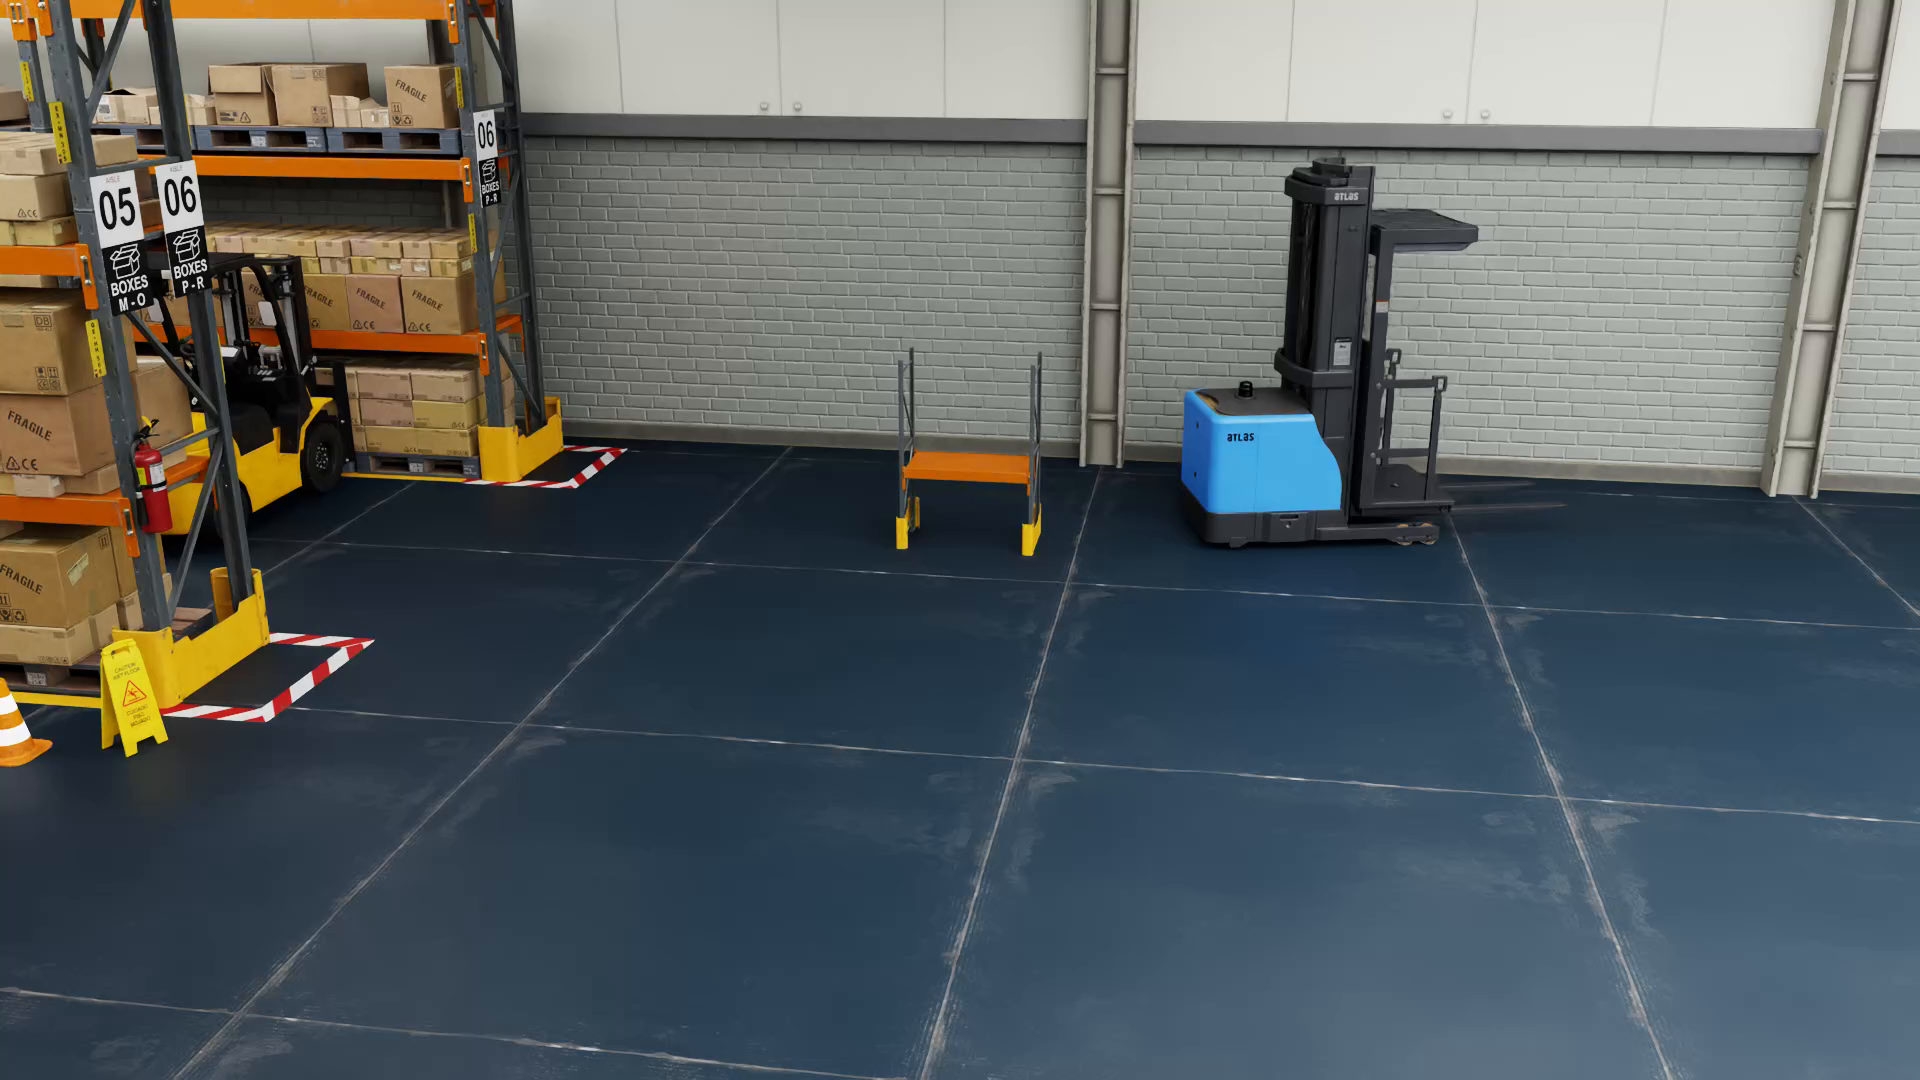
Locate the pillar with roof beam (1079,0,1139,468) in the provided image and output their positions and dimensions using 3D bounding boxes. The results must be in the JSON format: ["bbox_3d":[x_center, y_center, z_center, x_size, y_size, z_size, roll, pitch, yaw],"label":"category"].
[{"bbox_3d":[0.636,-3.639,9.996,0.400,9.000,9.100,3,19,9],"label":"pillar with roof beam"}]

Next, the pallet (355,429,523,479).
[{"bbox_3d":[-4.822,-0.830,15.451,1.213,0.211,1.003,3,19,9],"label":"pallet"}]

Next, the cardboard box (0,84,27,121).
[{"bbox_3d":[-8.763,-3.915,14.870,0.500,0.311,0.500,2,19,7],"label":"cardboard box"}]

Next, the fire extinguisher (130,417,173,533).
[{"bbox_3d":[-4.804,-0.385,9.848,0.183,0.674,0.296,3,19,9],"label":"fire extinguisher"}]

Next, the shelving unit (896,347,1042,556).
[{"bbox_3d":[0.075,-0.707,13.054,1.083,1.500,0.587,3,19,9],"label":"shelving unit"}]

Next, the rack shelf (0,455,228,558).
[{"bbox_3d":[-6.819,-0.331,10.699,4.000,0.370,1.077,3,19,9],"label":"rack shelf"}]

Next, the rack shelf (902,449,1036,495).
[{"bbox_3d":[0.084,-0.536,13.109,1.000,0.185,0.538,3,19,9],"label":"rack shelf"}]

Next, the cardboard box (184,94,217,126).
[{"bbox_3d":[-6.593,-3.764,14.489,0.258,0.266,0.396,2,19,7],"label":"cardboard box"}]

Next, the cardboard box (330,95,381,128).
[{"bbox_3d":[-5.177,-3.692,14.274,0.258,0.266,0.396,3,19,9],"label":"cardboard box"}]

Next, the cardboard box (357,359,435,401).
[{"bbox_3d":[-5.070,-1.446,14.992,0.500,0.250,0.500,3,19,10],"label":"cardboard box"}]

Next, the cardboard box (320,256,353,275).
[{"bbox_3d":[-5.465,-2.462,14.754,0.250,0.149,0.380,2,19,7],"label":"cardboard box"}]

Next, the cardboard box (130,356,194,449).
[{"bbox_3d":[-5.268,-0.871,10.552,0.500,0.500,0.500,3,19,8],"label":"cardboard box"}]

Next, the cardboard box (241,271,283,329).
[{"bbox_3d":[-6.103,-2.193,14.973,0.500,0.500,0.500,3,19,9],"label":"cardboard box"}]

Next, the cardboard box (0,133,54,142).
[{"bbox_3d":[-5.651,-2.375,10.084,0.250,0.149,0.380,3,19,9],"label":"cardboard box"}]

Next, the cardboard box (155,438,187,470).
[{"bbox_3d":[-5.147,-0.534,10.569,0.250,0.149,0.380,3,19,9],"label":"cardboard box"}]

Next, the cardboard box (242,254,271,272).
[{"bbox_3d":[-6.214,-2.501,14.870,0.250,0.149,0.380,3,19,8],"label":"cardboard box"}]

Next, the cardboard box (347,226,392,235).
[{"bbox_3d":[-5.380,-2.762,15.182,0.250,0.149,0.380,4,19,10],"label":"cardboard box"}]

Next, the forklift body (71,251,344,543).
[{"bbox_3d":[-6.222,-1.248,13.644,1.214,2.155,2.313,3,19,9],"label":"forklift body"}]

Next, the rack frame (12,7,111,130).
[{"bbox_3d":[-8.010,-5.173,14.582,0.127,3.000,1.000,3,19,9],"label":"rack frame"}]

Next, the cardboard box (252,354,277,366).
[{"bbox_3d":[-6.586,-1.525,15.228,0.500,0.250,0.500,4,19,11],"label":"cardboard box"}]

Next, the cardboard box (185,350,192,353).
[{"bbox_3d":[-6.991,-1.713,15.790,0.500,0.250,0.500,3,19,8],"label":"cardboard box"}]

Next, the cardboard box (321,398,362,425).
[{"bbox_3d":[-5.597,-1.234,15.147,0.500,0.250,0.500,2,19,7],"label":"cardboard box"}]

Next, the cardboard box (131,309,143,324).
[{"bbox_3d":[-7.613,-2.271,15.207,0.500,0.500,0.500,2,19,7],"label":"cardboard box"}]

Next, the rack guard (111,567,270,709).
[{"bbox_3d":[-4.919,0.610,10.692,0.348,0.500,1.175,3,19,9],"label":"rack guard"}]

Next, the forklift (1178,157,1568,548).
[{"bbox_3d":[3.375,-1.512,13.201,3.031,2.935,1.130,-2,19,-6],"label":"forklift"}]

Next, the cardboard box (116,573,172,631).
[{"bbox_3d":[-5.597,0.406,11.034,0.500,0.250,0.500,3,19,8],"label":"cardboard box"}]

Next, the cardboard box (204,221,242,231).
[{"bbox_3d":[-6.885,-2.875,15.520,0.250,0.149,0.380,3,19,8],"label":"cardboard box"}]

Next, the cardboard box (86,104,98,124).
[{"bbox_3d":[-7.615,-3.760,14.664,0.250,0.149,0.380,3,19,10],"label":"cardboard box"}]

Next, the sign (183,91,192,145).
[{"bbox_3d":[-4.758,-2.579,10.178,0.005,0.325,0.100,3,19,9],"label":"sign"}]

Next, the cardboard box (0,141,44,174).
[{"bbox_3d":[-5.474,-2.203,9.571,0.250,0.149,0.380,3,19,10],"label":"cardboard box"}]

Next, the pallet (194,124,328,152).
[{"bbox_3d":[-5.963,-3.612,14.782,1.213,0.211,1.003,3,19,9],"label":"pallet"}]

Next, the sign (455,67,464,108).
[{"bbox_3d":[-4.160,-3.762,13.823,0.005,0.325,0.100,3,19,9],"label":"sign"}]

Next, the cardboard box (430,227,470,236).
[{"bbox_3d":[-4.611,-2.740,15.116,0.250,0.149,0.380,4,19,11],"label":"cardboard box"}]

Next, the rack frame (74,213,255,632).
[{"bbox_3d":[-4.844,-0.572,10.284,0.127,3.000,1.000,3,19,9],"label":"rack frame"}]

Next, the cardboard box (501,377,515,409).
[{"bbox_3d":[-4.492,-1.348,15.488,0.500,0.250,0.500,3,19,10],"label":"cardboard box"}]

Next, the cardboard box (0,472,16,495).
[{"bbox_3d":[-5.765,-0.402,10.173,0.250,0.149,0.380,3,19,8],"label":"cardboard box"}]

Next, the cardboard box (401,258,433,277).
[{"bbox_3d":[-4.705,-2.415,14.614,0.250,0.149,0.380,3,19,10],"label":"cardboard box"}]

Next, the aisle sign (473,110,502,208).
[{"bbox_3d":[-4.042,-3.264,14.235,0.004,0.787,0.394,3,19,9],"label":"aisle sign"}]

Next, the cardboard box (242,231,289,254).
[{"bbox_3d":[-6.209,-2.668,14.902,0.250,0.149,0.380,3,19,9],"label":"cardboard box"}]

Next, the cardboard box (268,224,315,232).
[{"bbox_3d":[-6.143,-2.806,15.313,0.250,0.149,0.380,3,19,10],"label":"cardboard box"}]

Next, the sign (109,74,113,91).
[{"bbox_3d":[-7.924,-4.207,15.483,0.005,0.325,0.100,3,19,9],"label":"sign"}]

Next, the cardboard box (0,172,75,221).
[{"bbox_3d":[-5.392,-2.005,9.610,0.500,0.250,0.500,3,19,8],"label":"cardboard box"}]

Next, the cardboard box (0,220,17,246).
[{"bbox_3d":[-5.492,-1.808,9.647,0.250,0.149,0.380,3,19,9],"label":"cardboard box"}]

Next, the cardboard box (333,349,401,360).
[{"bbox_3d":[-5.491,-1.632,15.550,0.500,0.250,0.500,3,19,8],"label":"cardboard box"}]

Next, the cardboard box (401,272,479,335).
[{"bbox_3d":[-4.588,-2.117,14.745,0.500,0.500,0.500,3,19,7],"label":"cardboard box"}]

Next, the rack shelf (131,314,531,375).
[{"bbox_3d":[-6.035,-1.886,15.347,4.000,0.370,1.077,3,19,9],"label":"rack shelf"}]

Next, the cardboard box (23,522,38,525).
[{"bbox_3d":[-6.137,0.024,10.993,0.500,0.500,0.500,2,19,7],"label":"cardboard box"}]

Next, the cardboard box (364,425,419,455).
[{"bbox_3d":[-5.064,-0.975,15.161,0.500,0.250,0.500,3,19,9],"label":"cardboard box"}]

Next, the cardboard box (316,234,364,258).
[{"bbox_3d":[-5.468,-2.597,14.687,0.250,0.149,0.380,3,19,10],"label":"cardboard box"}]

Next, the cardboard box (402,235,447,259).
[{"bbox_3d":[-4.696,-2.578,14.631,0.250,0.149,0.380,3,19,9],"label":"cardboard box"}]
